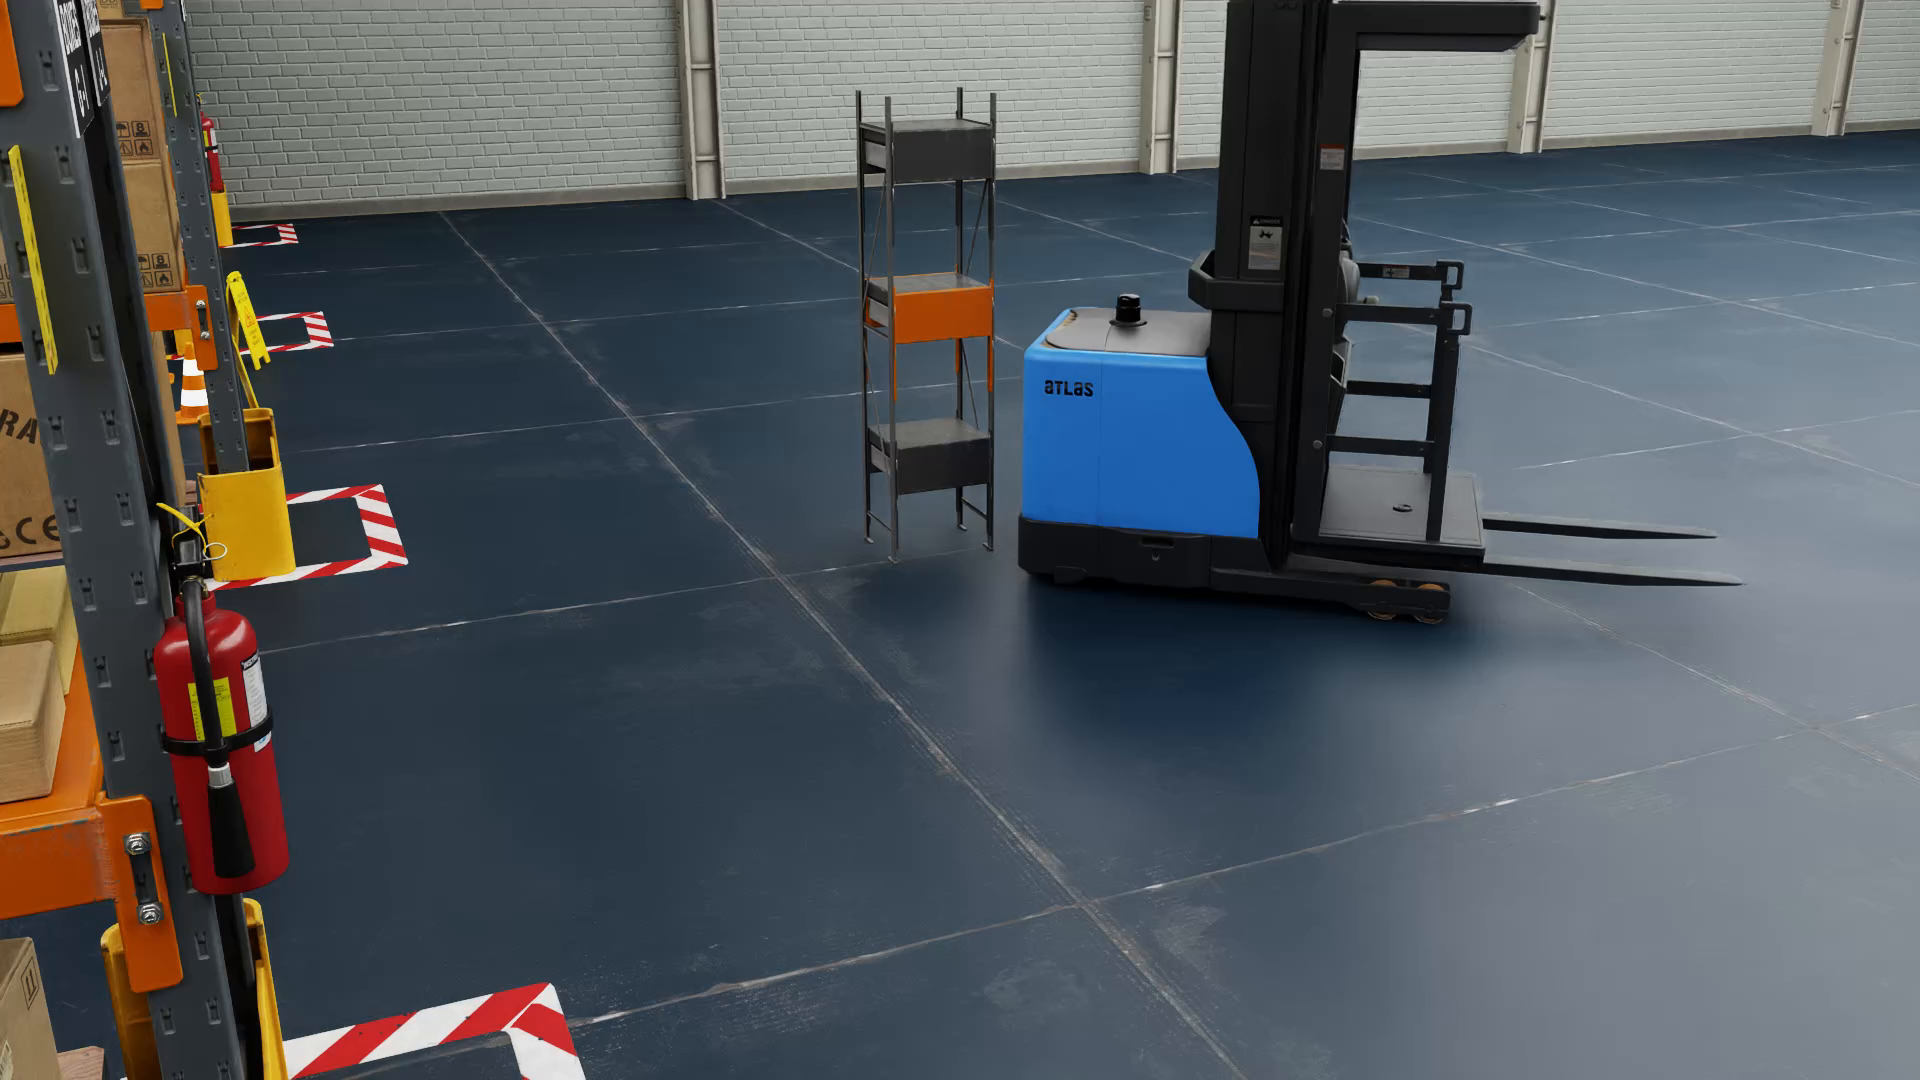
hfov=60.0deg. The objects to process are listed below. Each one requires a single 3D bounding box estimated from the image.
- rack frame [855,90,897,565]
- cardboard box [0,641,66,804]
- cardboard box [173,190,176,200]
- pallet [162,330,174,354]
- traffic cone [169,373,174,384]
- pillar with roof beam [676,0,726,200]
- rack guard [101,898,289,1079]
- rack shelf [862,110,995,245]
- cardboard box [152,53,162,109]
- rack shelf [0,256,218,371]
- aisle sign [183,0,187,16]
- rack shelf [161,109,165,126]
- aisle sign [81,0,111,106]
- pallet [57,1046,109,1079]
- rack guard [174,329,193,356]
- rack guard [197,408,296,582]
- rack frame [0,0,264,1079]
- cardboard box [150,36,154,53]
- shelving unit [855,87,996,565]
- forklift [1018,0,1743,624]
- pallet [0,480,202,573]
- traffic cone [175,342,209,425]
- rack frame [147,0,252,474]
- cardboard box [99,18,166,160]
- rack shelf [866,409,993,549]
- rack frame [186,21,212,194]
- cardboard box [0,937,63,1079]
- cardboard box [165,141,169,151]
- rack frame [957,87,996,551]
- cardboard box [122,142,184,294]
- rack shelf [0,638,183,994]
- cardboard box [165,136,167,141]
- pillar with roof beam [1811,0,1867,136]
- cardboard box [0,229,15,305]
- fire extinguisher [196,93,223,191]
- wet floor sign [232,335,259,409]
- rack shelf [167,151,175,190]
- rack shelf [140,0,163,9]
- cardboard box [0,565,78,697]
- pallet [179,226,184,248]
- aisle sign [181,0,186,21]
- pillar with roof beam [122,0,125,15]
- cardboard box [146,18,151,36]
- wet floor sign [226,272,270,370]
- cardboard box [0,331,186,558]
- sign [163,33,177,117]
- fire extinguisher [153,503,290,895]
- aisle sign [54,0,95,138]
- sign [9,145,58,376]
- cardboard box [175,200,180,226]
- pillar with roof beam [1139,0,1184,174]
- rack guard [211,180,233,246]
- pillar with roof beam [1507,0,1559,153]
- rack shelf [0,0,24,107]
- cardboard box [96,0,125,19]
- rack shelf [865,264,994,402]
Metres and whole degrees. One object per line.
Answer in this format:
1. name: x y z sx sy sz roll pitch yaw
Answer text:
1. rack frame: -0.376 -0.937 7.520 0.015 2.100 0.400 -8 21 -22
2. cardboard box: -1.749 0.330 2.946 0.250 0.149 0.380 -8 21 -22
3. cardboard box: -7.787 -3.402 15.921 0.500 0.250 0.500 -8 21 -23
4. pallet: -6.324 -1.489 11.934 1.213 0.211 1.003 -8 21 -22
5. traffic cone: -5.378 -1.264 10.916 0.334 0.463 0.336 -8 21 -22
6. pillar with roof beam: -1.246 -6.913 14.107 0.400 9.000 9.100 -8 21 -22
7. rack guard: -1.639 1.300 3.576 0.348 0.500 1.175 -8 21 -22
8. rack shelf: -0.152 -1.616 7.384 0.480 0.518 0.431 -8 21 -22
9. cardboard box: -7.812 -4.326 15.642 0.500 0.500 0.500 -9 21 -23
10. rack shelf: -5.277 -0.812 6.895 4.000 0.370 1.077 -8 21 -22
11. aisle sign: -3.495 -2.742 7.378 0.004 0.787 0.394 -8 21 -22
12. rack shelf: -9.300 -3.822 15.442 4.000 0.370 1.077 -8 21 -22
13. aisle sign: -1.631 -1.215 3.041 0.004 0.787 0.394 -8 21 -22
14. pallet: -2.399 1.533 3.351 1.213 0.211 1.003 -8 21 -22
15. rack guard: -5.564 -1.722 12.159 0.348 0.500 1.175 -8 21 -22
16. rack guard: -3.419 -0.239 7.947 0.348 0.500 1.175 -8 21 -22
17. rack frame: -1.570 0.110 3.192 0.053 2.616 0.949 -8 21 -22
18. cardboard box: -7.671 -4.646 15.574 0.250 0.149 0.380 -8 21 -21
19. shelving unit: -0.152 -0.969 7.611 0.503 2.100 0.431 -8 21 -22
20. forklift: 1.835 -1.223 7.082 3.031 2.935 1.130 5 20 13
21. pallet: -4.144 0.030 7.620 1.213 0.211 1.003 -8 21 -22
22. traffic cone: -4.626 -0.971 10.082 0.334 0.463 0.336 -8 21 -22
23. rack frame: -3.441 -1.415 7.523 0.127 3.000 1.000 -8 21 -22
24. cardboard box: -3.797 -1.958 7.214 0.550 0.550 0.875 -8 21 -22
25. rack shelf: -0.152 -0.295 7.848 0.480 0.518 0.431 -8 21 -22
26. rack frame: -7.464 -4.424 16.070 0.127 3.000 1.000 -8 21 -22
27. cardboard box: -2.149 1.169 3.316 0.500 0.500 0.500 -4 20 -12
28. cardboard box: -7.763 -3.641 15.849 0.500 0.250 0.500 -7 21 -20
29. rack frame: 0.072 -1.001 7.703 0.015 2.100 0.400 -8 21 -22
30. cardboard box: -3.764 -1.423 7.320 0.550 0.550 0.875 -8 21 -22
31. rack shelf: -3.405 0.714 2.562 4.000 0.370 1.077 -8 21 -22
32. cardboard box: -7.980 -3.791 16.275 0.500 0.250 0.500 -8 21 -23
33. pillar with roof beam: 15.282 -9.281 20.833 0.400 9.000 9.100 -8 21 -22
34. cardboard box: -4.260 -1.344 7.096 0.550 0.550 0.875 -8 21 -22
35. fire extinguisher: -5.207 -2.749 11.429 0.183 0.674 0.296 -8 21 -22
36. wet floor sign: -4.199 -0.912 9.640 0.232 0.644 0.267 -12 23 -31
37. rack shelf: -7.331 -2.308 11.145 4.000 0.370 1.077 -8 21 -22
38. rack shelf: -5.277 -2.227 6.397 4.000 0.370 1.077 -8 21 -22
39. cardboard box: -1.925 0.195 3.331 0.250 0.149 0.380 -8 21 -22
40. pallet: -8.150 -2.995 16.211 1.213 0.211 1.003 -8 21 -22
41. aisle sign: -3.257 -2.559 6.858 0.004 0.787 0.394 -8 21 -22
42. pillar with roof beam: -6.755 -6.124 11.866 0.400 9.000 9.100 -8 21 -22
43. cardboard box: -7.709 -4.806 15.580 0.250 0.149 0.380 -8 21 -22
44. wet floor sign: -4.896 -1.499 11.308 0.232 0.644 0.267 -1 19 -3
45. cardboard box: -4.037 -0.501 7.496 0.875 0.875 0.875 -8 21 -22
46. sign: -3.239 -1.905 6.816 0.005 0.325 0.100 -8 21 -22
47. fire extinguisher: -1.281 0.273 2.846 0.183 0.674 0.296 -8 21 -22
48. aisle sign: -1.393 -1.032 2.521 0.004 0.787 0.394 -8 21 -22
49. sign: -1.368 -0.412 2.457 0.005 0.325 0.100 -8 21 -22
50. cardboard box: -7.770 -3.167 16.008 0.500 0.250 0.500 -8 21 -22
51. pillar with roof beam: 4.263 -7.703 16.349 0.400 9.000 9.100 -8 21 -22
52. rack guard: -7.442 -3.248 16.494 0.348 0.500 1.175 -8 21 -22
53. pillar with roof beam: 9.773 -8.492 18.591 0.400 9.000 9.100 -8 21 -22
54. rack shelf: -3.405 -0.701 2.064 4.000 0.370 1.077 -8 21 -22
55. cardboard box: -5.877 -3.436 11.161 0.500 0.500 0.700 -9 21 -23
56. rack shelf: -0.152 -0.956 7.616 0.480 0.518 0.431 -8 21 -22
